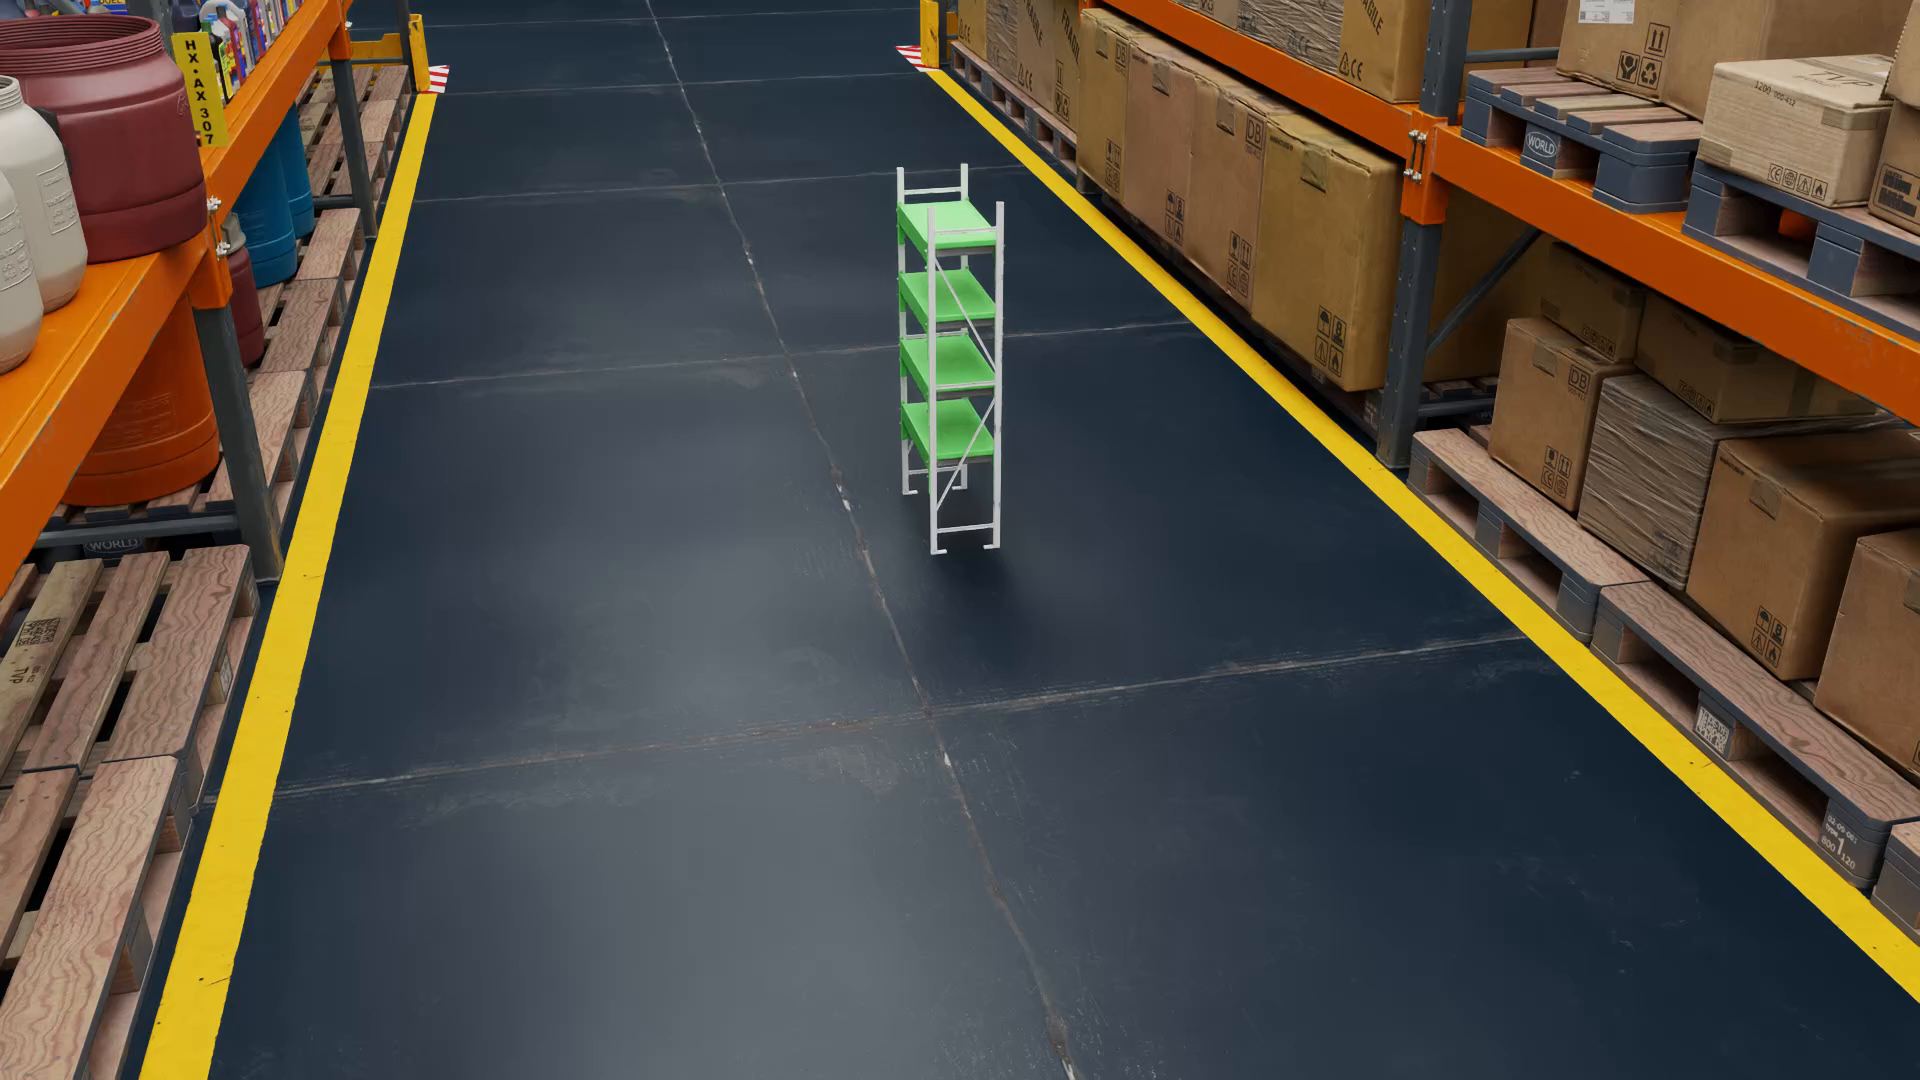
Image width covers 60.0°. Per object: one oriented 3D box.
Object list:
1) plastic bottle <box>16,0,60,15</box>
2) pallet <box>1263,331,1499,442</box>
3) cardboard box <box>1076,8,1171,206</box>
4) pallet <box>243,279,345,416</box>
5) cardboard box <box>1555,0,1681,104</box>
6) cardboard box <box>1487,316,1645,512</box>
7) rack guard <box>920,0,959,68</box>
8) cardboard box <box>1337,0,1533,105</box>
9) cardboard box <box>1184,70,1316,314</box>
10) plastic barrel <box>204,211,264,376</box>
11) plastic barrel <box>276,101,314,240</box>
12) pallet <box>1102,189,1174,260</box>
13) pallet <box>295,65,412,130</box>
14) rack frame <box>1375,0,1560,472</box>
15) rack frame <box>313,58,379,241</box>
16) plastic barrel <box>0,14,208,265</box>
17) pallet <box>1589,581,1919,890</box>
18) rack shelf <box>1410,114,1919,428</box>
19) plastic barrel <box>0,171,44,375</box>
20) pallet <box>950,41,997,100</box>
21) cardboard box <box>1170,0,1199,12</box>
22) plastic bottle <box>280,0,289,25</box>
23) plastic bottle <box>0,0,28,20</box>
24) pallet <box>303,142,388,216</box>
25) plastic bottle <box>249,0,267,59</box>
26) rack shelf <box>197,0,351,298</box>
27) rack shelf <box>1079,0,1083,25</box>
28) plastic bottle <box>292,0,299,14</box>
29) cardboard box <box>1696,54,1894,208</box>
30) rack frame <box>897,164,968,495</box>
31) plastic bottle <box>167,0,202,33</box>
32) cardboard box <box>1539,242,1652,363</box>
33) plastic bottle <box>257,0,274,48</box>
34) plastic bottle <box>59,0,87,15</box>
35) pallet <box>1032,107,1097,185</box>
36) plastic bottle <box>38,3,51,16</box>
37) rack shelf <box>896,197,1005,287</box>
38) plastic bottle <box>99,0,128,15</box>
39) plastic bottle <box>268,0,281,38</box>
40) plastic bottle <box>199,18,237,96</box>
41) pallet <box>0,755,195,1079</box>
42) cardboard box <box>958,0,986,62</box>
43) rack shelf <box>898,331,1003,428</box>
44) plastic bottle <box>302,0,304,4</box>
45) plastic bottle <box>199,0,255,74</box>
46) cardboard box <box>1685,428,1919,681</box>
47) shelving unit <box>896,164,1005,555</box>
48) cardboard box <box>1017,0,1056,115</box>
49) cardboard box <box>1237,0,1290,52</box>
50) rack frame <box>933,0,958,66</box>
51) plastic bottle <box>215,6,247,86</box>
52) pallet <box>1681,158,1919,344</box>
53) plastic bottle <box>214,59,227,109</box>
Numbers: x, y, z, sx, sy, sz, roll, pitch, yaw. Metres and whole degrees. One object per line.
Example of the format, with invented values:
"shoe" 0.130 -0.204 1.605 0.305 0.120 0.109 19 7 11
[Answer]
"plastic bottle" -3.568 -1.999 6.437 0.144 0.351 0.185 -6 27 -12
"pallet" 1.985 -0.783 7.068 1.003 0.211 1.213 -6 27 -12
"cardboard box" 1.352 -2.391 9.049 1.225 0.875 0.875 -6 27 -11
"pallet" -3.226 -0.803 7.107 1.003 0.211 1.213 -6 27 -12
"cardboard box" 2.250 -1.674 5.160 0.500 0.500 0.500 -9 28 -18
"cardboard box" 2.260 -0.463 5.624 0.700 0.500 0.500 -7 28 -14
"rack guard" 0.281 -4.081 13.281 1.175 0.500 0.348 -6 27 -12
"cardboard box" 1.737 -1.911 6.096 0.500 0.500 0.500 -5 27 -10
"cardboard box" 1.761 -1.611 7.504 1.225 0.875 0.875 -6 27 -11
"plastic barrel" -3.118 -0.991 6.595 0.600 0.588 0.708 -6 27 -12
"plastic barrel" -3.532 -1.938 8.123 0.600 0.901 0.708 -6 27 -12
"pallet" 1.435 -1.855 9.190 1.003 0.211 1.213 -6 27 -12
"pallet" -4.391 -3.073 11.604 1.003 0.211 1.213 -6 27 -12
"rack frame" 2.089 -1.675 5.739 1.000 3.000 0.127 -6 27 -12
"rack frame" -3.638 -2.928 8.221 1.000 3.000 0.127 -6 27 -12
"plastic barrel" -2.336 -1.059 4.369 0.600 0.536 0.708 -6 27 -12
"pallet" 2.536 0.448 4.628 1.003 0.211 1.213 -6 27 -12
"rack shelf" 2.540 -0.475 4.161 1.077 0.370 4.000 -6 27 -12
"plastic barrel" -2.201 -0.607 3.499 0.421 0.512 0.421 0 27 0
"pallet" 0.543 -3.599 12.646 1.003 0.211 1.213 -6 27 -12
"cardboard box" 1.275 -2.808 7.872 0.500 0.500 0.500 -7 28 -13
"plastic bottle" -3.070 -2.454 7.338 0.144 0.351 0.185 -6 27 -12
"plastic bottle" -3.496 -1.860 6.160 0.144 0.351 0.185 -6 27 -12
"pallet" -3.841 -2.002 9.481 1.003 0.211 1.213 -6 27 -12
"plastic bottle" -2.859 -2.096 6.703 0.061 0.283 0.133 -6 27 -12
"rack shelf" -3.187 -1.728 6.644 1.077 0.370 4.000 -6 27 -12
"rack shelf" 0.737 -3.987 11.119 1.077 0.370 4.000 -6 27 -12
"plastic bottle" -3.152 -2.572 7.654 0.152 0.276 0.135 -6 27 -12
"cardboard box" 2.243 -1.036 4.174 0.500 0.250 0.500 -7 28 -13
"rack frame" -0.092 -0.715 5.836 0.240 1.200 0.015 -6 27 -12
"plastic bottle" -2.981 -1.977 6.393 0.144 0.351 0.185 -6 27 -12
"cardboard box" 2.270 -0.799 5.457 0.500 0.250 0.500 -5 27 -9
"plastic bottle" -2.955 -2.189 6.896 0.152 0.276 0.135 -6 27 -12
"plastic bottle" -3.460 -1.995 6.517 0.097 0.271 0.097 0 27 0
"pallet" 1.093 -2.527 10.523 1.003 0.211 1.213 -6 27 -12
"plastic bottle" -3.402 -1.851 6.218 0.061 0.283 0.133 -6 27 -12
"rack shelf" -0.037 -0.980 5.436 0.258 0.148 0.480 -6 27 -12
"plastic bottle" -3.548 -2.239 6.995 0.152 0.276 0.135 -6 27 -12
"plastic bottle" -3.008 -2.291 7.098 0.152 0.276 0.135 -6 27 -12
"plastic bottle" -2.705 -1.754 6.038 0.097 0.271 0.097 0 27 0
"pallet" -2.328 0.952 3.630 1.003 0.211 1.213 -6 27 -12
"cardboard box" 0.509 -4.153 12.540 0.875 0.875 0.875 -6 27 -12
"rack shelf" -0.037 -0.551 5.652 0.258 0.148 0.480 -6 27 -12
"plastic bottle" -3.181 -2.651 7.893 0.097 0.201 0.097 0 27 0
"plastic bottle" -2.831 -1.948 6.418 0.152 0.276 0.135 -6 27 -12
"cardboard box" 2.532 0.027 4.653 0.700 0.500 0.500 -4 27 -7
"shelving unit" -0.037 -0.608 5.624 0.258 1.200 0.503 -6 27 -12
"cardboard box" 0.914 -3.362 10.975 0.875 0.875 0.875 -6 27 -12
"cardboard box" 1.510 -2.358 6.981 0.500 0.500 0.500 -7 28 -13
"rack frame" 0.287 -5.187 12.697 1.000 3.000 0.127 -6 27 -12
"plastic bottle" -2.735 -1.854 6.224 0.061 0.283 0.133 -6 27 -12
"pallet" 2.575 -0.724 4.068 1.003 0.211 1.213 -6 27 -12
"plastic bottle" -2.653 -1.621 5.853 0.097 0.201 0.097 0 27 0
